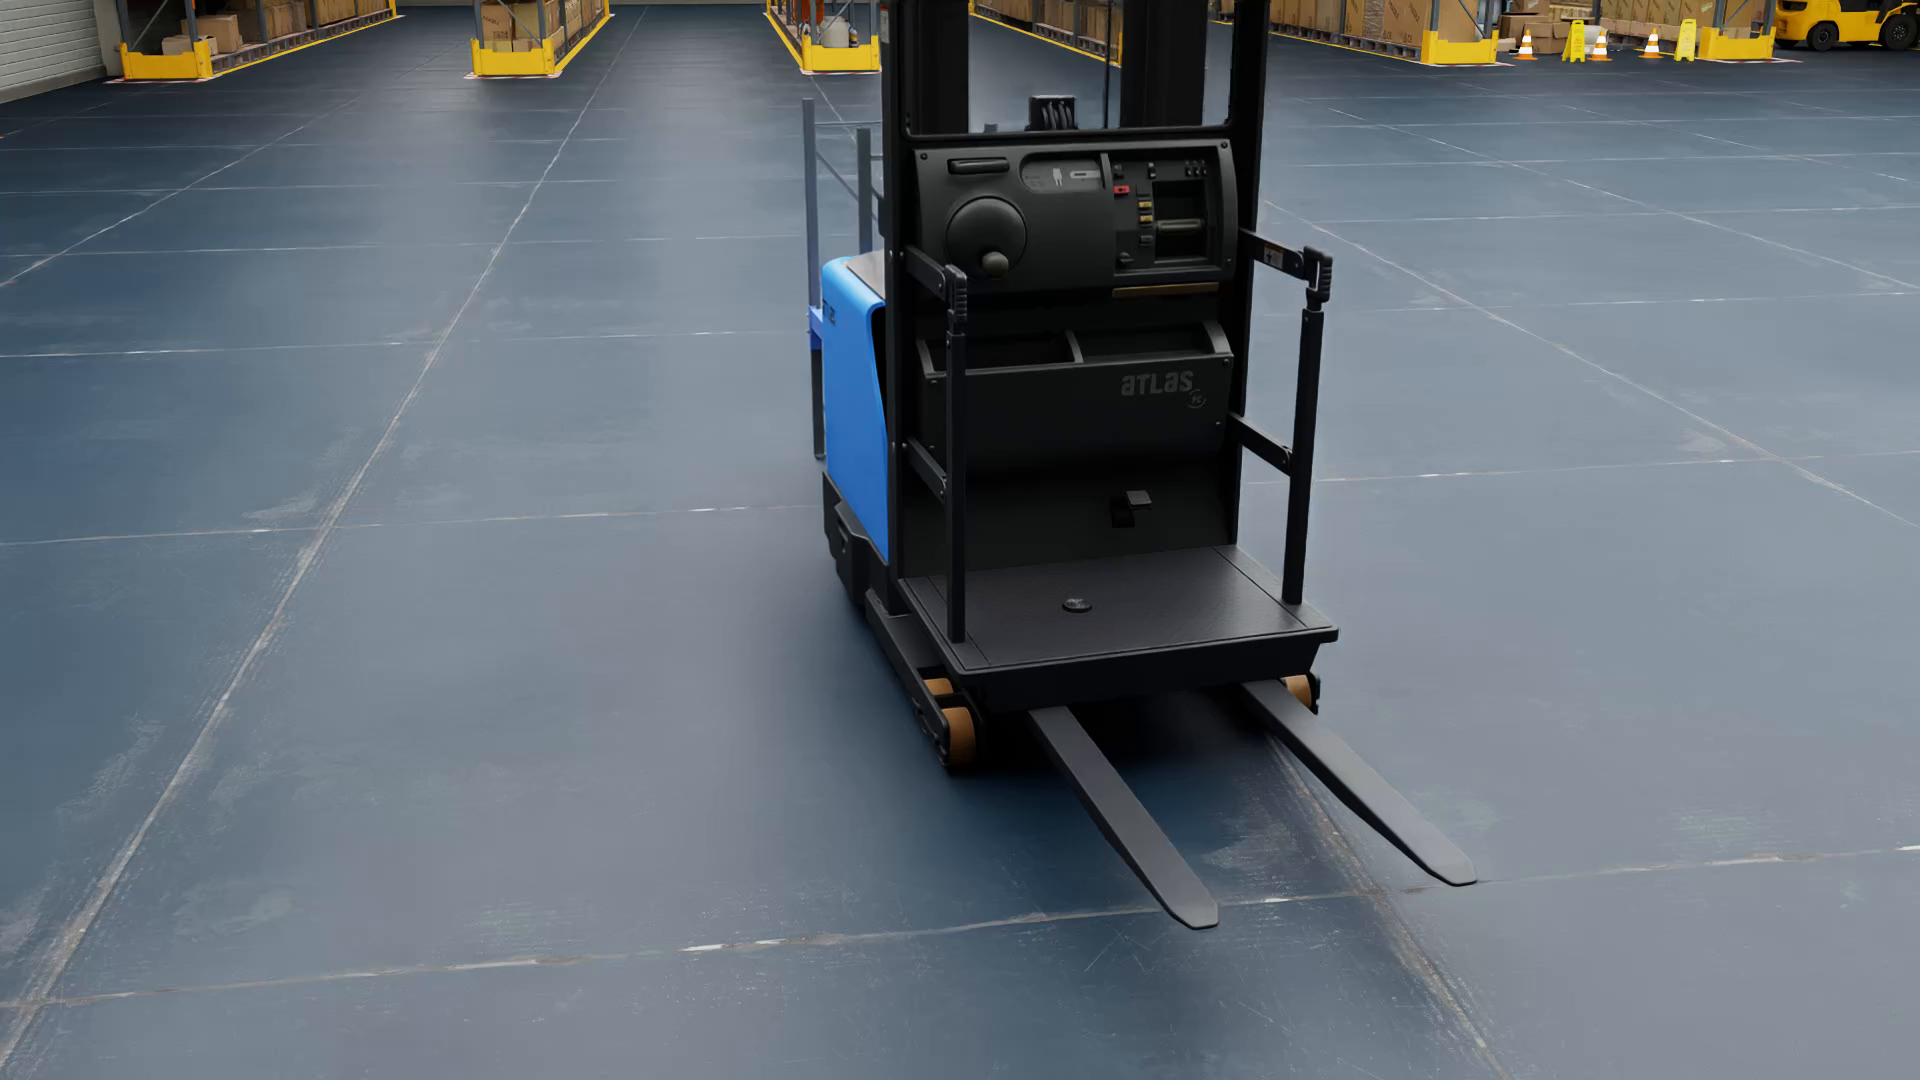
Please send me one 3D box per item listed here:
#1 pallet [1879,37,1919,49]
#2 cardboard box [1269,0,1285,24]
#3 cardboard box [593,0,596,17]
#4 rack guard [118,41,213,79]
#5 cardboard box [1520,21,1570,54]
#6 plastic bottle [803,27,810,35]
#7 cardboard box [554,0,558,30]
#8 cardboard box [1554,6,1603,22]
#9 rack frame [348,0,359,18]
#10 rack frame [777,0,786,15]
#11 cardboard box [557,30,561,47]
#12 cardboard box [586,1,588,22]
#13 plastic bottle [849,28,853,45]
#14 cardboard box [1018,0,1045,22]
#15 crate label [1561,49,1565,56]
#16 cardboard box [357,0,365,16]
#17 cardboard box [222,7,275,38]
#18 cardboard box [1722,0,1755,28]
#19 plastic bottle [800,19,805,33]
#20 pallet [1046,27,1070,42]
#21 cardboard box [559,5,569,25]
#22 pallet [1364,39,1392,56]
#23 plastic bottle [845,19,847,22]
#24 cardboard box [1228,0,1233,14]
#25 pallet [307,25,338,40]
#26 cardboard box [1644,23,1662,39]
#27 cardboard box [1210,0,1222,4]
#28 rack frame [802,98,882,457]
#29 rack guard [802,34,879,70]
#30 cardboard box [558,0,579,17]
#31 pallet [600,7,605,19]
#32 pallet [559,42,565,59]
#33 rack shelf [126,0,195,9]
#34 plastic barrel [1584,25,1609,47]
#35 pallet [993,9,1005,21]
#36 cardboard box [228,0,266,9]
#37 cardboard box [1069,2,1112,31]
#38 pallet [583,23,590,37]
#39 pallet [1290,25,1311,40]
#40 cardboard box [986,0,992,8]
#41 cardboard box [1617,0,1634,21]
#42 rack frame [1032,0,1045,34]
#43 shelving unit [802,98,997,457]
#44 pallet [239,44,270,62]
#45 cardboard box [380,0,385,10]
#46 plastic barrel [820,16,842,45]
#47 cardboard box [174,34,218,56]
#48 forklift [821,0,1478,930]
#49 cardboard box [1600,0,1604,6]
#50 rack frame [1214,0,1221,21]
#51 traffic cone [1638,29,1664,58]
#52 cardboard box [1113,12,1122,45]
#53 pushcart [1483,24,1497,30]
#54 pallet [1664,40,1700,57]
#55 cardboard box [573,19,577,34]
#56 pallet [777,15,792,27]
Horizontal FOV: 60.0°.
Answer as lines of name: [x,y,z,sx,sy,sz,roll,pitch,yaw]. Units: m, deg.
pallet: [17.512,-9.042,30.123,1.003,0.211,1.213,-3,21,-8]
cardboard box: [6.886,-10.825,33.527,1.050,0.750,0.750,-3,21,-8]
cardboard box: [-8.060,-11.448,35.523,0.500,0.500,0.500,-3,21,-8]
rack guard: [-11.598,-7.018,24.293,1.175,0.500,0.348,-3,21,-8]
cardboard box: [10.166,-8.723,28.853,0.637,0.503,0.797,17,27,39]
plastic bottle: [-2.511,-8.343,27.531,0.152,0.276,0.135,-3,21,-9]
cardboard box: [-6.842,-8.563,27.113,0.500,0.500,0.500,-3,21,-8]
cardboard box: [12.163,-10.193,32.376,0.950,0.372,0.625,-2,21,-4]
rack frame: [-13.317,-12.318,34.909,1.000,3.000,0.127,-3,21,-8]
rack frame: [-3.513,-12.817,36.247,1.000,3.000,0.127,-3,21,-8]
cardboard box: [-6.830,-8.212,27.246,0.500,0.250,0.500,-3,21,-8]
cardboard box: [-7.702,-10.572,33.179,0.500,0.500,0.500,-4,21,-10]
plastic bottle: [-1.786,-8.353,27.564,0.097,0.271,0.097,0,20,0]
cardboard box: [1.886,-11.124,34.148,1.225,0.875,0.875,-4,21,-10]
crate label: [10.362,-8.250,28.110,0.250,0.136,0.298,-15,25,-35]
cardboard box: [-13.323,-11.608,35.980,0.700,0.500,0.500,-3,21,-7]
cardboard box: [-12.410,-9.013,29.006,0.700,0.500,0.500,-3,21,-9]
cardboard box: [13.078,-8.974,28.213,0.500,0.500,0.500,-4,21,-10]
plastic bottle: [-2.654,-8.712,28.413,0.144,0.351,0.185,-2,21,-6]
pallet: [2.249,-9.684,31.842,1.003,0.211,1.213,-3,21,-8]
cardboard box: [-7.075,-9.126,28.891,0.500,0.311,0.500,-3,21,-8]
pallet: [7.676,-8.516,28.715,1.003,0.211,1.213,-3,21,-8]
plastic bottle: [-1.954,-8.738,28.481,0.144,0.351,0.185,-4,21,-10]
cardboard box: [6.233,-11.856,36.645,0.500,0.500,0.500,-2,21,-5]
pallet: [-12.779,-9.903,32.430,1.003,0.211,1.213,-3,21,-8]
cardboard box: [12.394,-8.948,29.216,0.500,0.250,0.500,-4,21,-10]
cardboard box: [5.951,-12.376,38.114,0.380,0.149,0.250,-3,21,-7]
rack frame: [-0.388,-1.088,6.985,0.500,1.500,0.032,-6,21,-15]
rack guard: [-1.841,-7.516,25.624,1.175,0.500,0.348,-3,21,-8]
cardboard box: [-7.438,-10.007,31.250,0.500,0.311,0.500,-3,21,-9]
pallet: [-8.865,-12.345,38.968,1.003,0.211,1.213,-3,21,-8]
pallet: [-7.189,-8.215,27.910,1.003,0.211,1.213,-3,21,-8]
rack shelf: [-11.875,-8.518,25.765,1.077,0.370,4.000,-3,21,-8]
plastic barrel: [11.129,-8.844,29.291,0.512,0.421,0.421,12,24,30]
pallet: [1.356,-12.028,38.119,1.003,0.211,1.213,-3,21,-8]
cardboard box: [-12.353,-9.341,28.810,0.500,0.250,0.500,-3,21,-9]
cardboard box: [2.424,-9.712,30.877,0.700,0.500,0.500,-3,21,-8]
pallet: [-7.909,-10.138,33.058,1.003,0.211,1.213,-3,21,-8]
pallet: [7.099,-9.893,32.402,1.003,0.211,1.213,-3,21,-8]
cardboard box: [1.114,-13.121,39.496,0.875,0.875,0.875,-3,21,-8]
cardboard box: [12.255,-9.654,30.036,0.500,0.500,0.500,-2,21,-6]
rack frame: [1.965,-11.682,33.208,1.000,3.000,0.127,-3,21,-8]
shelving unit: [-0.251,-0.916,6.526,0.538,1.500,1.048,-6,21,-15]
pallet: [-12.032,-8.011,27.363,1.003,0.211,1.213,-3,21,-8]
cardboard box: [-13.693,-12.491,38.345,0.700,0.500,0.500,-3,21,-8]
plastic barrel: [-2.026,-8.091,26.549,0.421,0.512,0.421,0,20,0]
cardboard box: [-11.680,-7.551,25.360,0.500,0.311,0.500,-1,21,-3]
forklift: [0.393,-0.904,4.447,1.130,2.935,3.031,-6,21,-15]
cardboard box: [15.684,-13.036,40.140,0.396,0.266,0.258,-2,21,-6]
rack frame: [6.311,-13.282,37.492,1.000,3.000,0.127,-3,21,-8]
traffic cone: [11.586,-8.308,27.798,0.336,0.463,0.334,-3,21,-8]
cardboard box: [2.853,-8.578,27.869,0.500,0.500,0.500,-1,21,-3]
pushcart: [10.099,-9.436,30.942,1.648,0.377,0.936,-11,23,-26]
pallet: [12.832,-8.415,28.446,1.003,0.211,1.213,-3,21,-8]
cardboard box: [-7.297,-9.392,30.406,0.500,0.250,0.500,-3,21,-7]
pallet: [-3.443,-11.242,36.014,1.003,0.211,1.213,-3,21,-8]
